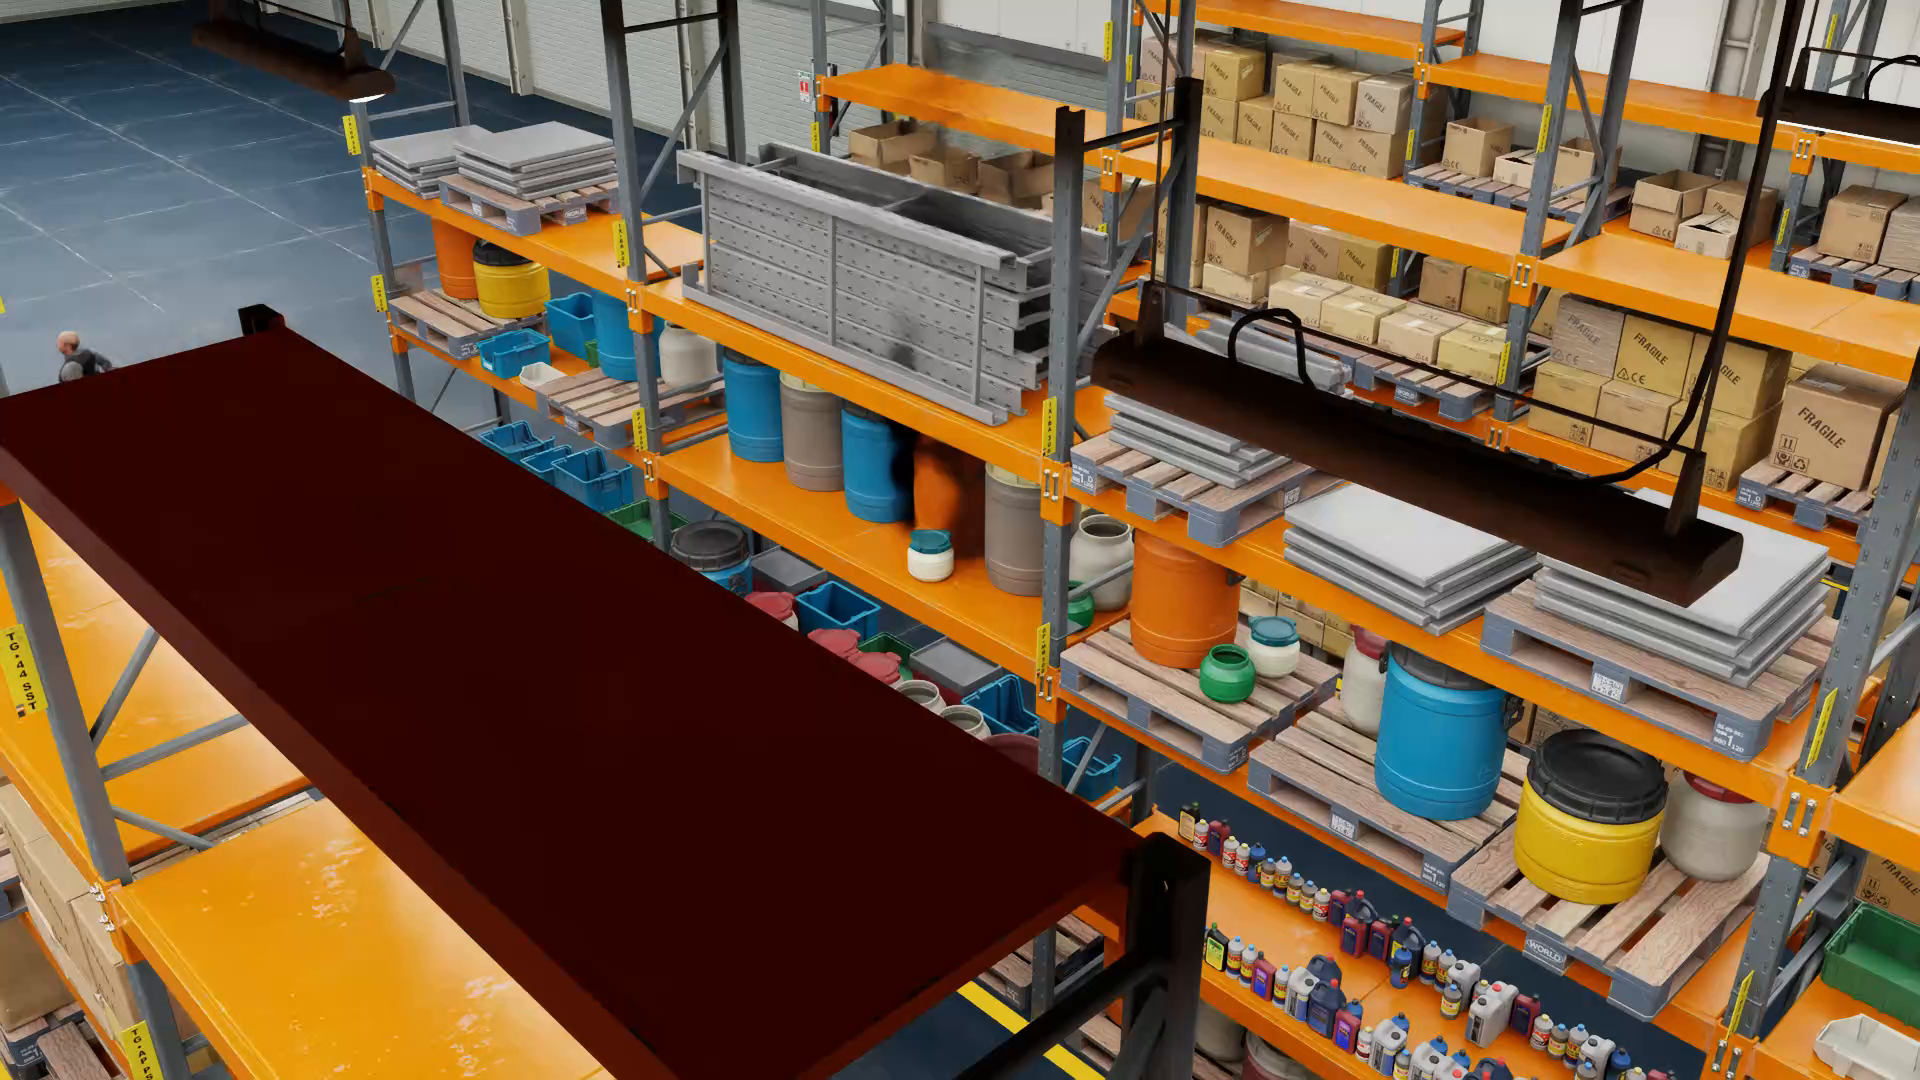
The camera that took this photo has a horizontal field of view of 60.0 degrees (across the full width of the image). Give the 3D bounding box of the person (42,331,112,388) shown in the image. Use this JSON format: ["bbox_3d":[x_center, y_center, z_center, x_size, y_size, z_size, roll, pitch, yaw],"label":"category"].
[{"bbox_3d":[-9.208,-1.368,17.618,0.783,1.782,0.642,-9,29,-16],"label":"person"}]
